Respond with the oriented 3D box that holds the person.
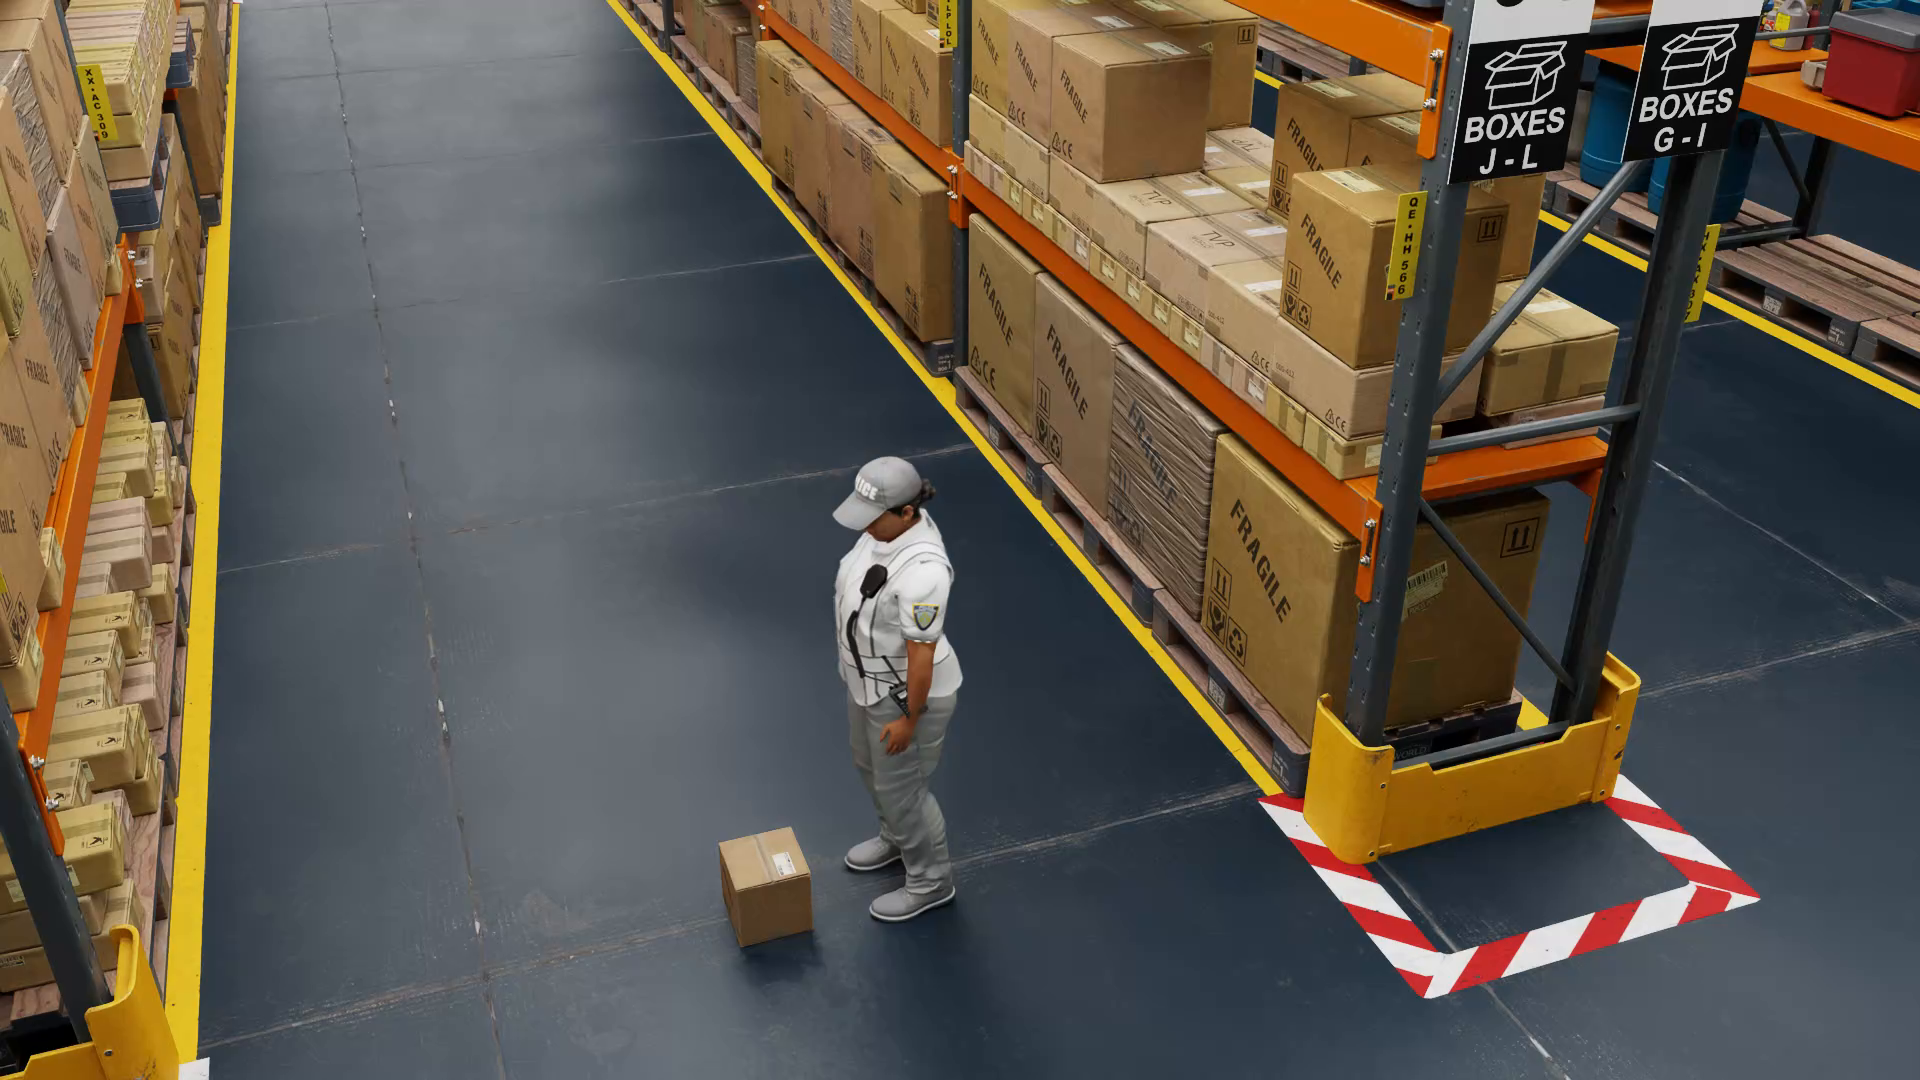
[{"bbox_3d":[-0.200,0.476,5.319,0.390,1.656,0.473,-10,31,-17],"label":"person"}]
